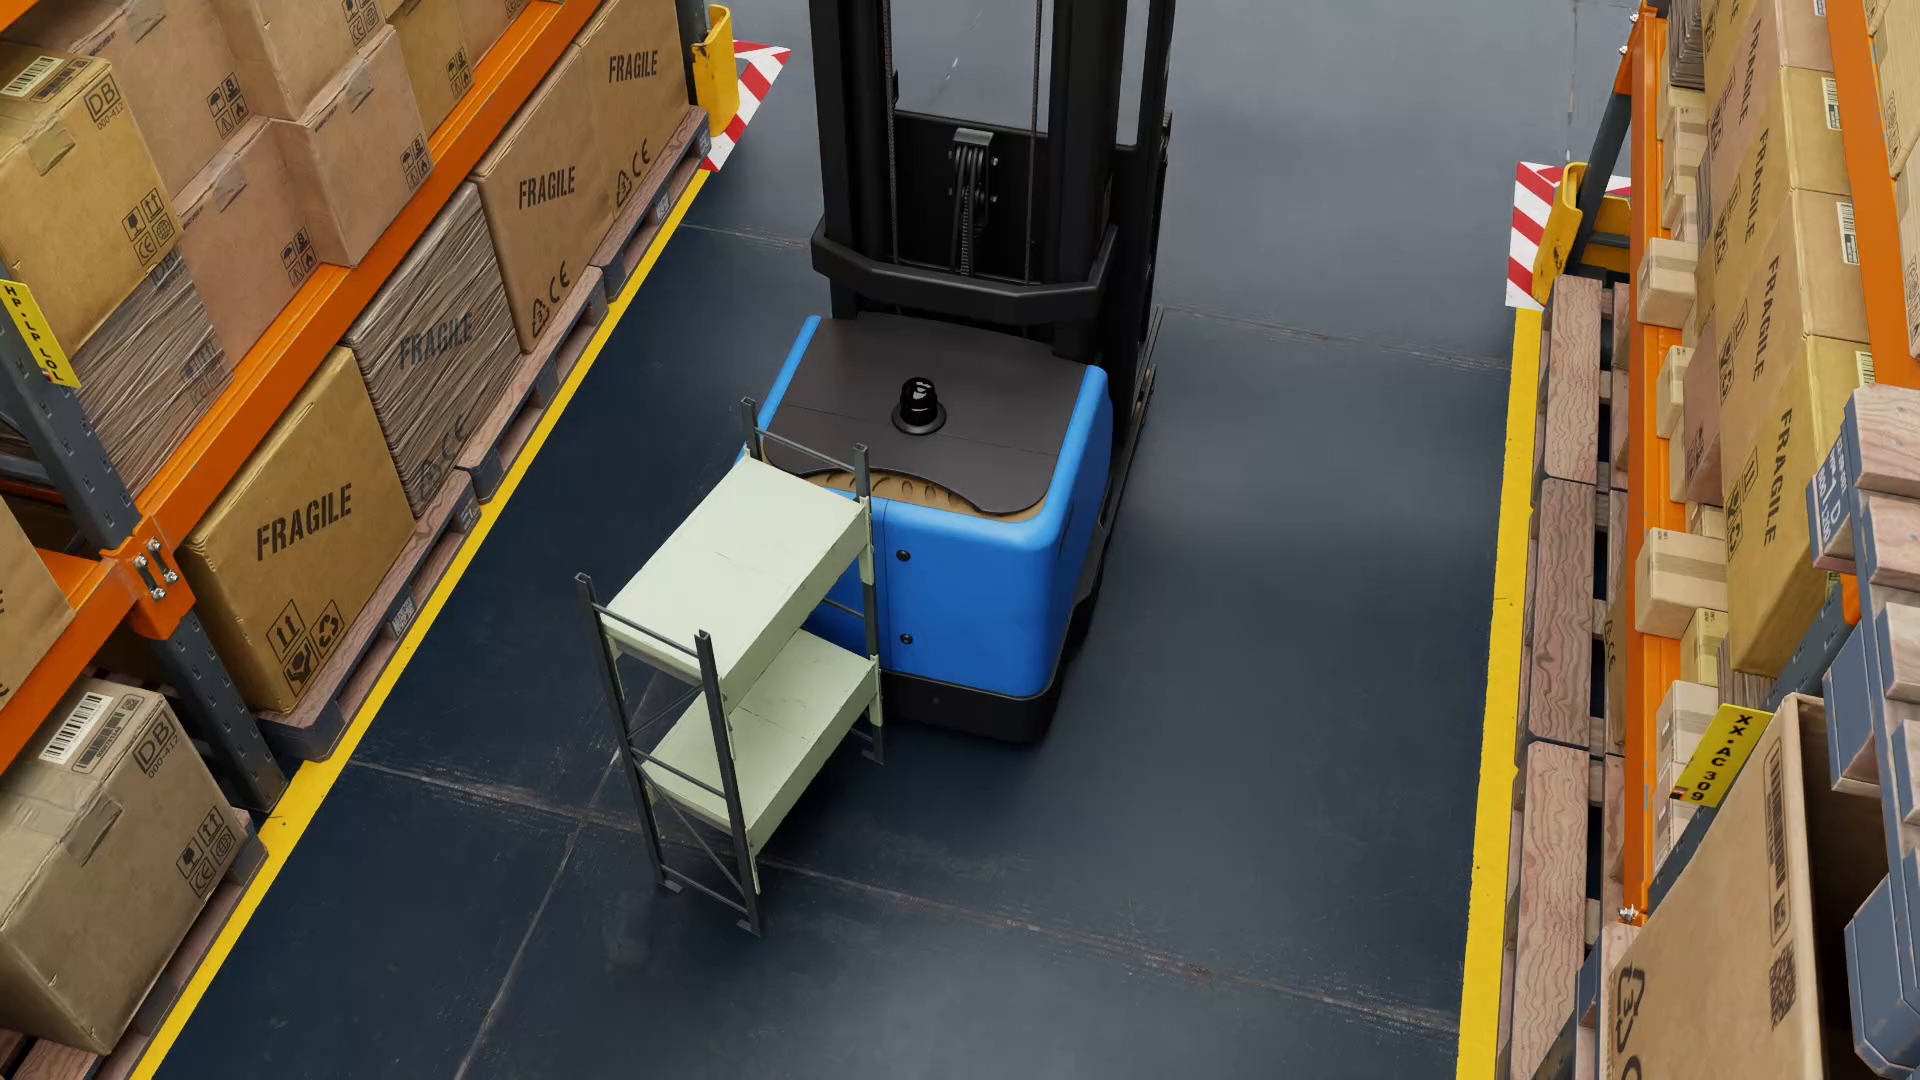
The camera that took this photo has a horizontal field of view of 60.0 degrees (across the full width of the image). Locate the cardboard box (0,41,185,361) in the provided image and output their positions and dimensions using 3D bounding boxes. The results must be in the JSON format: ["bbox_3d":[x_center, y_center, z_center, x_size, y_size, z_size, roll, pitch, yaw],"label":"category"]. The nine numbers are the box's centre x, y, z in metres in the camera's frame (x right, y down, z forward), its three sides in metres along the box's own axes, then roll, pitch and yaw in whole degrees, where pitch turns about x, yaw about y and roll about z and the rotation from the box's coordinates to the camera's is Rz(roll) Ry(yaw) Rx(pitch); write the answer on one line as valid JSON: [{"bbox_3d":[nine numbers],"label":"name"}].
[{"bbox_3d":[-2.597,-0.900,4.223,0.875,0.550,0.550,12,50,10],"label":"cardboard box"}]

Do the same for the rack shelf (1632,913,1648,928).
[{"bbox_3d":[1.505,2.504,2.520,1.077,0.370,4.000,12,50,10],"label":"rack shelf"}]

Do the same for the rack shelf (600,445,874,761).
[{"bbox_3d":[-0.607,0.161,4.587,0.431,0.370,0.720,23,52,19],"label":"rack shelf"}]

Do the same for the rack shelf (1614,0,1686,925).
[{"bbox_3d":[2.558,-0.390,5.073,1.077,0.370,4.000,12,50,10],"label":"rack shelf"}]

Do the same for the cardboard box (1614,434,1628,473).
[{"bbox_3d":[2.779,-0.499,6.077,0.500,0.500,0.500,24,53,20],"label":"cardboard box"}]

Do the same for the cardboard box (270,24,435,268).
[{"bbox_3d":[-2.263,-1.322,5.316,0.875,0.550,0.550,12,50,10],"label":"cardboard box"}]

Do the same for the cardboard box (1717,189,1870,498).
[{"bbox_3d":[2.014,-0.385,3.657,0.500,0.500,0.500,12,50,10],"label":"cardboard box"}]

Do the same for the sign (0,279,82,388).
[{"bbox_3d":[-2.201,-0.490,3.962,0.100,0.325,0.005,12,50,10],"label":"sign"}]

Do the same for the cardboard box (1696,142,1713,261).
[{"bbox_3d":[2.724,-1.075,4.933,0.875,0.500,0.500,12,50,10],"label":"cardboard box"}]

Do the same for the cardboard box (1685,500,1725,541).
[{"bbox_3d":[2.154,-0.017,4.432,0.380,0.149,0.250,12,50,10],"label":"cardboard box"}]

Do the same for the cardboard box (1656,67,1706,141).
[{"bbox_3d":[2.614,-1.477,5.721,0.380,0.149,0.250,12,50,10],"label":"cardboard box"}]

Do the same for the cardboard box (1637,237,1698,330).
[{"bbox_3d":[2.291,-0.766,5.093,0.380,0.149,0.250,12,50,10],"label":"cardboard box"}]

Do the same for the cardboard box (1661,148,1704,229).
[{"bbox_3d":[2.496,-1.113,5.399,0.380,0.149,0.250,12,50,10],"label":"cardboard box"}]

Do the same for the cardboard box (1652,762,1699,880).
[{"bbox_3d":[1.804,0.688,3.809,0.380,0.149,0.250,12,50,10],"label":"cardboard box"}]

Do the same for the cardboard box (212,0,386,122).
[{"bbox_3d":[-2.290,-1.684,4.916,0.875,0.550,0.550,12,50,10],"label":"cardboard box"}]

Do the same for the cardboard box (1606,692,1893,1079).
[{"bbox_3d":[1.687,1.028,2.661,1.000,1.000,1.000,12,50,10],"label":"cardboard box"}]

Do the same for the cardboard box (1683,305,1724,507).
[{"bbox_3d":[2.409,-0.362,4.304,0.875,0.500,0.500,12,50,10],"label":"cardboard box"}]

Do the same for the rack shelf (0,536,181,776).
[{"bbox_3d":[-3.254,1.452,3.448,1.077,0.370,4.000,12,50,10],"label":"rack shelf"}]

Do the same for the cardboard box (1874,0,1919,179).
[{"bbox_3d":[2.047,-0.881,3.126,0.500,0.250,0.500,13,50,11],"label":"cardboard box"}]

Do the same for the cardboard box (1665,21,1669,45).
[{"bbox_3d":[2.779,-1.832,6.034,0.380,0.149,0.250,12,50,10],"label":"cardboard box"}]

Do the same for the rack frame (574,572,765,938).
[{"bbox_3d":[-0.787,0.658,4.669,0.400,1.500,0.023,23,52,19],"label":"rack frame"}]

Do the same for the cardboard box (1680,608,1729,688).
[{"bbox_3d":[2.003,0.341,4.116,0.380,0.149,0.250,12,50,10],"label":"cardboard box"}]

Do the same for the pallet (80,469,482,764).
[{"bbox_3d":[-2.452,0.155,5.972,1.003,0.211,1.213,12,50,10],"label":"pallet"}]

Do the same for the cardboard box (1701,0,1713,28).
[{"bbox_3d":[2.538,-1.832,4.935,0.500,0.500,0.500,12,50,10],"label":"cardboard box"}]

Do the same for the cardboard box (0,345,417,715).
[{"bbox_3d":[-2.494,-0.110,5.484,0.875,0.875,0.875,12,50,11],"label":"cardboard box"}]

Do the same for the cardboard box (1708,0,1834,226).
[{"bbox_3d":[2.282,-1.108,4.295,0.500,0.500,0.500,12,50,10],"label":"cardboard box"}]

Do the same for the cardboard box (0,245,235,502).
[{"bbox_3d":[-2.642,-0.552,4.636,0.875,0.550,0.550,12,50,10],"label":"cardboard box"}]

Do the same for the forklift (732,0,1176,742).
[{"bbox_3d":[0.163,-1.426,5.554,1.130,2.935,3.031,11,50,10],"label":"forklift"}]

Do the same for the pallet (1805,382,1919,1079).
[{"bbox_3d":[1.766,0.314,2.097,1.213,0.211,1.003,12,50,10],"label":"pallet"}]

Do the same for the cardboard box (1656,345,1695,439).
[{"bbox_3d":[2.213,-0.394,4.764,0.380,0.149,0.250,12,50,10],"label":"cardboard box"}]

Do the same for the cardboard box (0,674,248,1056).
[{"bbox_3d":[-2.804,0.839,4.729,1.050,0.750,0.750,11,50,10],"label":"cardboard box"}]

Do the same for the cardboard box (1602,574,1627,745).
[{"bbox_3d":[2.406,0.345,5.332,0.500,0.500,0.500,8,49,7],"label":"cardboard box"}]

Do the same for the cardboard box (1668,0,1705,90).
[{"bbox_3d":[2.913,-1.814,5.585,0.875,0.500,0.500,12,50,10],"label":"cardboard box"}]

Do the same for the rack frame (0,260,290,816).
[{"bbox_3d":[-2.727,-0.233,4.455,1.000,3.000,0.127,12,50,10],"label":"rack frame"}]

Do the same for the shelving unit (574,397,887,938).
[{"bbox_3d":[-0.607,0.419,4.880,0.431,1.500,0.755,23,52,19],"label":"shelving unit"}]

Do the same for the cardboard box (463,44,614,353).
[{"bbox_3d":[-2.019,-1.422,6.641,0.875,0.875,0.875,11,49,9],"label":"cardboard box"}]

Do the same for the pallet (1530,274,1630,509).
[{"bbox_3d":[2.816,-0.516,6.565,1.003,0.211,1.213,12,50,10],"label":"pallet"}]

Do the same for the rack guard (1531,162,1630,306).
[{"bbox_3d":[3.064,-1.192,6.969,1.175,0.500,0.348,12,50,10],"label":"rack guard"}]

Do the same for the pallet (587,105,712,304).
[{"bbox_3d":[-1.810,-1.610,7.530,1.003,0.211,1.213,12,50,10],"label":"pallet"}]

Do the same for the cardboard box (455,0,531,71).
[{"bbox_3d":[-2.121,-2.116,6.017,0.875,0.550,0.550,12,50,10],"label":"cardboard box"}]

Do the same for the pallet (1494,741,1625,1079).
[{"bbox_3d":[2.174,1.249,5.007,1.003,0.211,1.213,12,50,10],"label":"pallet"}]
